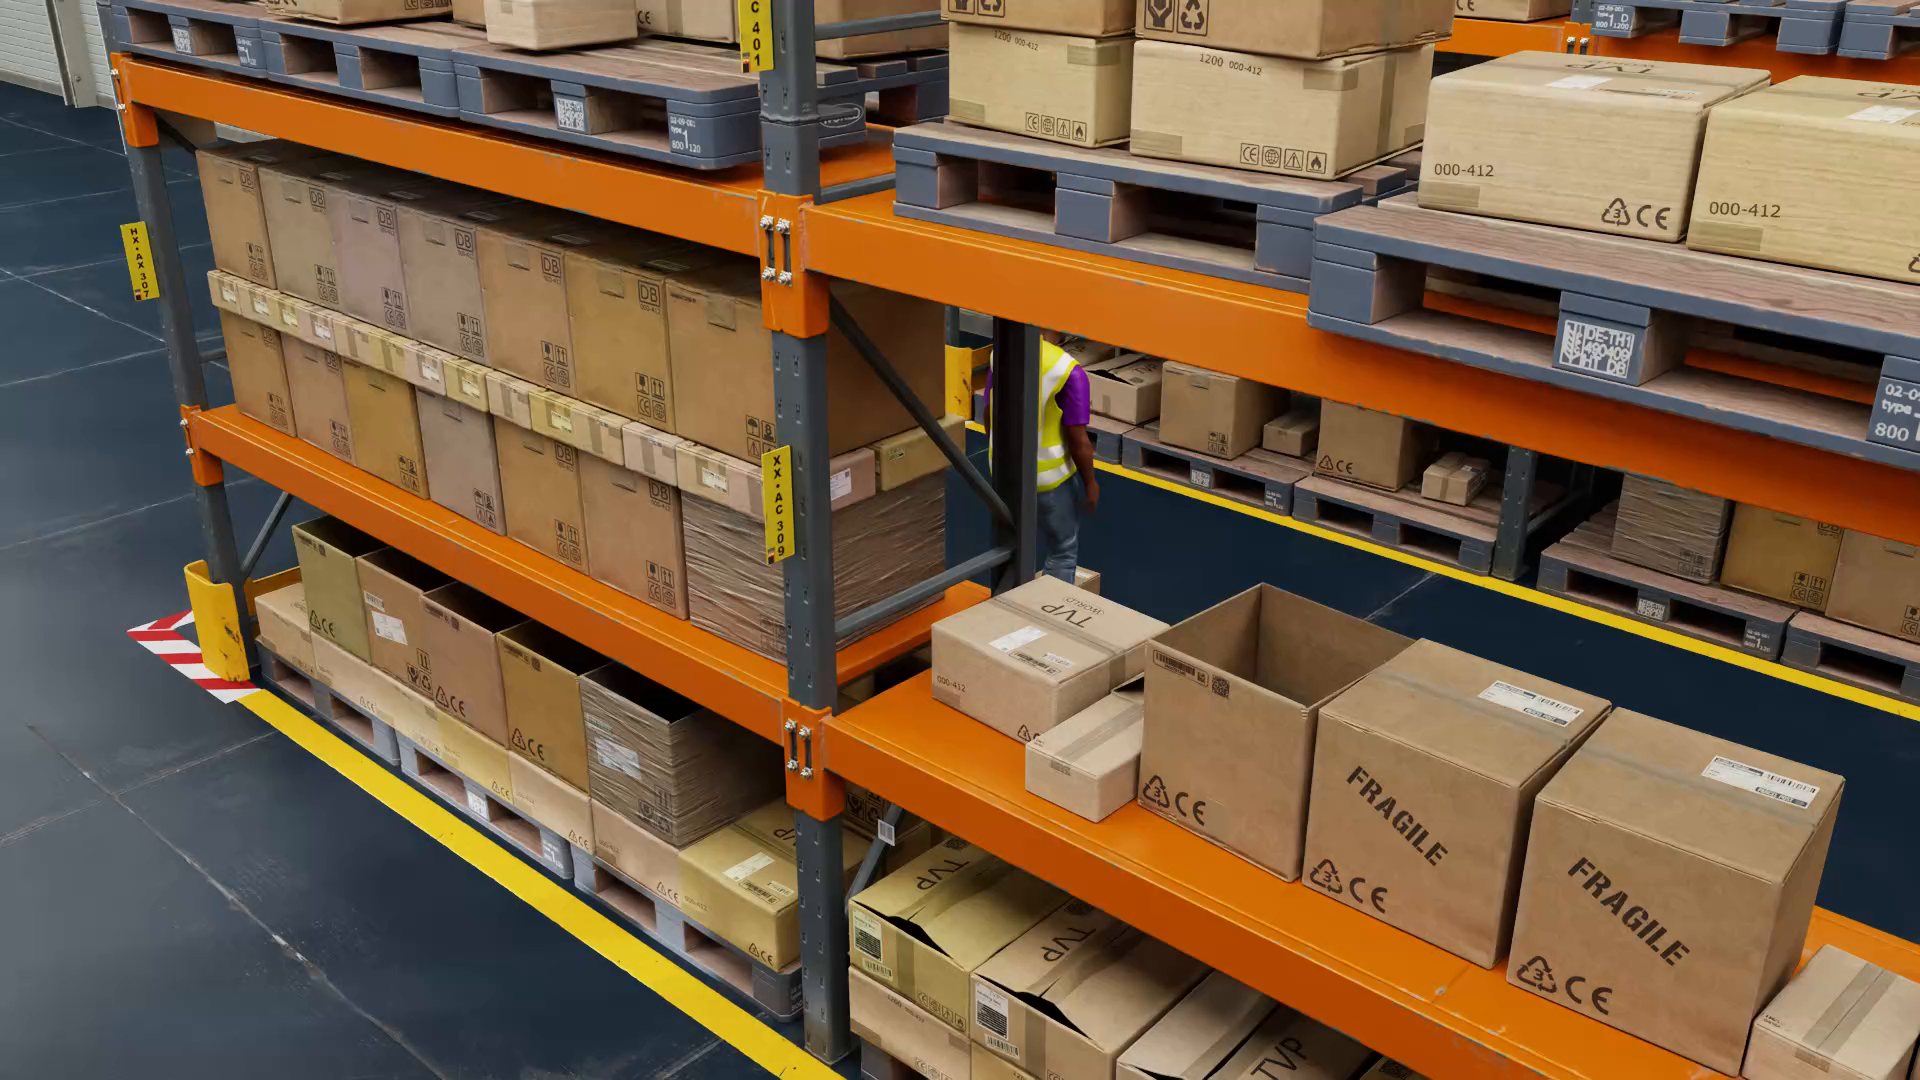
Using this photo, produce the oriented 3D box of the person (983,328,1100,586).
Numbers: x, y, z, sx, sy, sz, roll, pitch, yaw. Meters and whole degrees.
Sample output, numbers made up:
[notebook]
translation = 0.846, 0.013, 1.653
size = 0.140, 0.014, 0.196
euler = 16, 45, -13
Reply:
[person]
translation = 0.383, -0.331, 7.829
size = 0.628, 1.761, 0.456
euler = 20, 31, 38
